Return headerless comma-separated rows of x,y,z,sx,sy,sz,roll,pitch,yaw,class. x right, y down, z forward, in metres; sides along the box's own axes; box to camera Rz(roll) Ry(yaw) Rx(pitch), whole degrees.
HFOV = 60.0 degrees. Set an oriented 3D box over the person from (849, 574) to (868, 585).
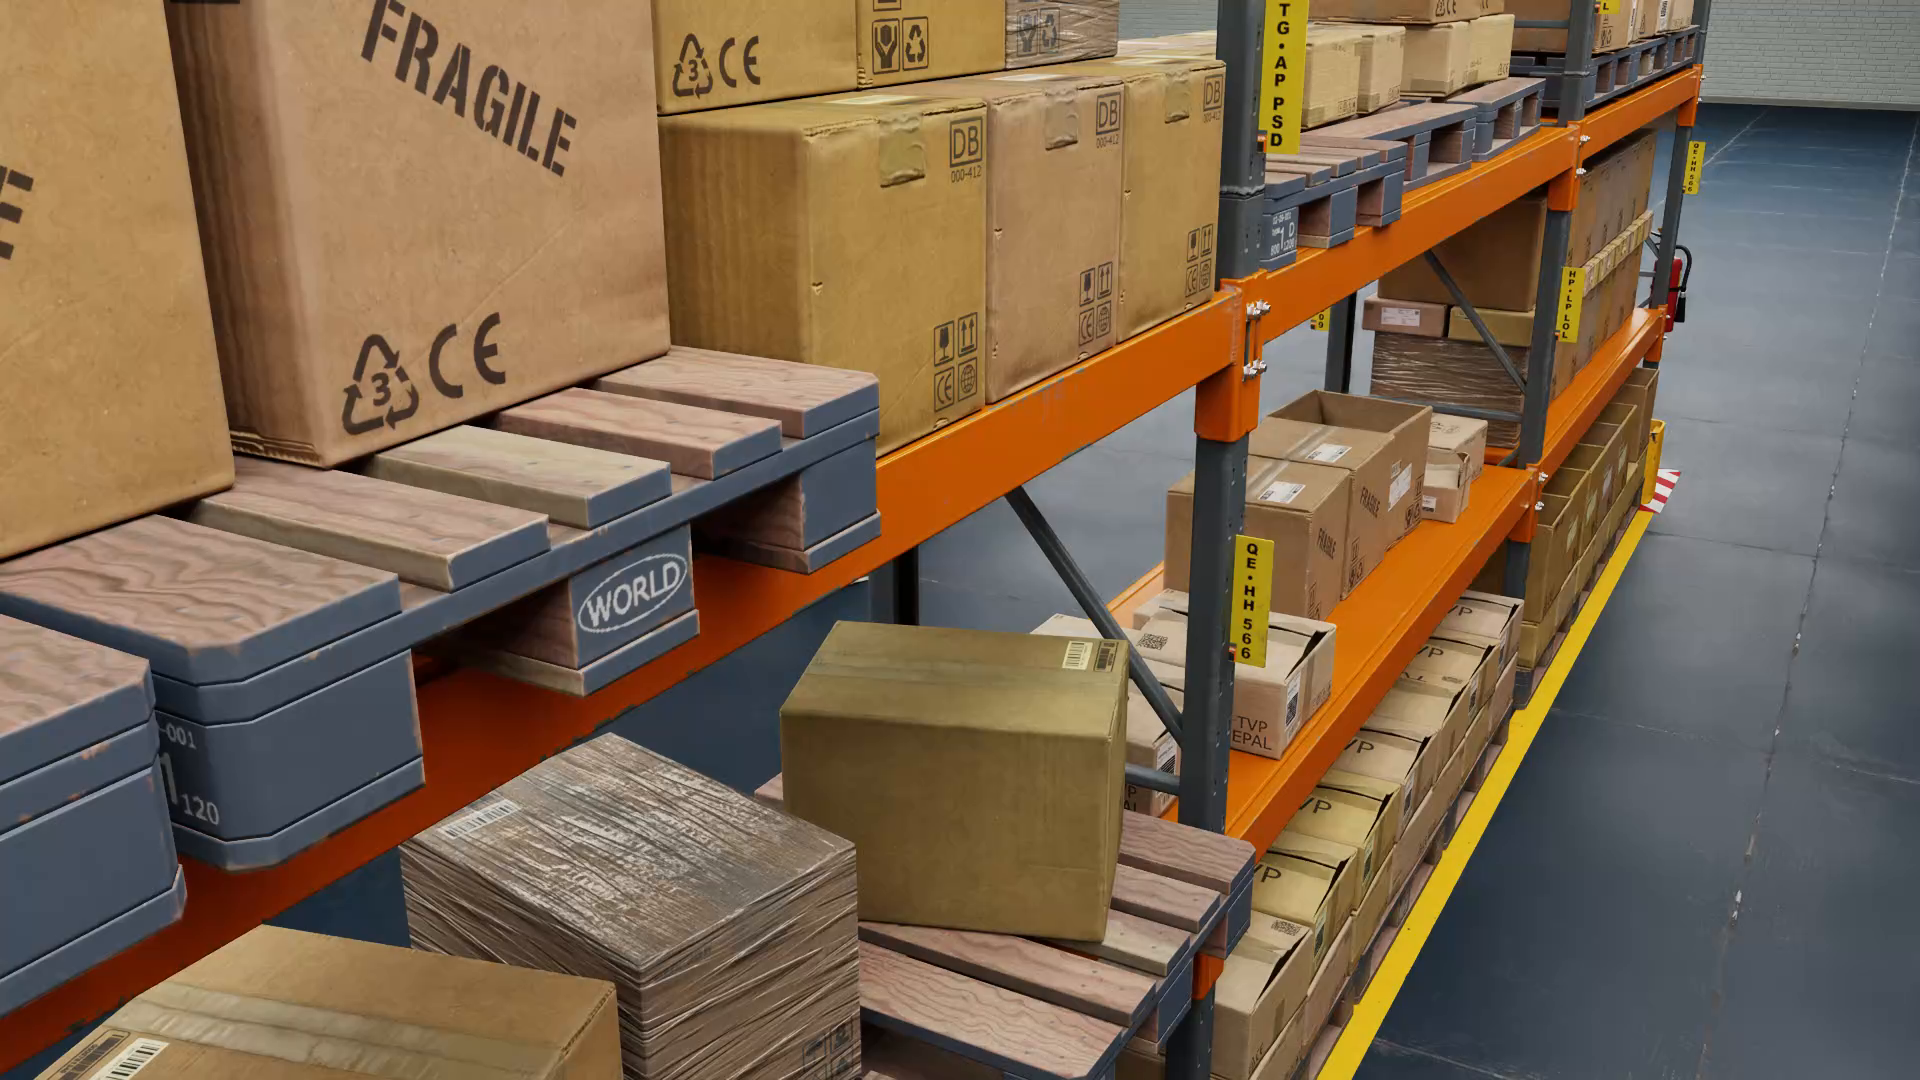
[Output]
-0.772,-0.523,9.548,0.475,1.591,0.346,9,22,25,person
